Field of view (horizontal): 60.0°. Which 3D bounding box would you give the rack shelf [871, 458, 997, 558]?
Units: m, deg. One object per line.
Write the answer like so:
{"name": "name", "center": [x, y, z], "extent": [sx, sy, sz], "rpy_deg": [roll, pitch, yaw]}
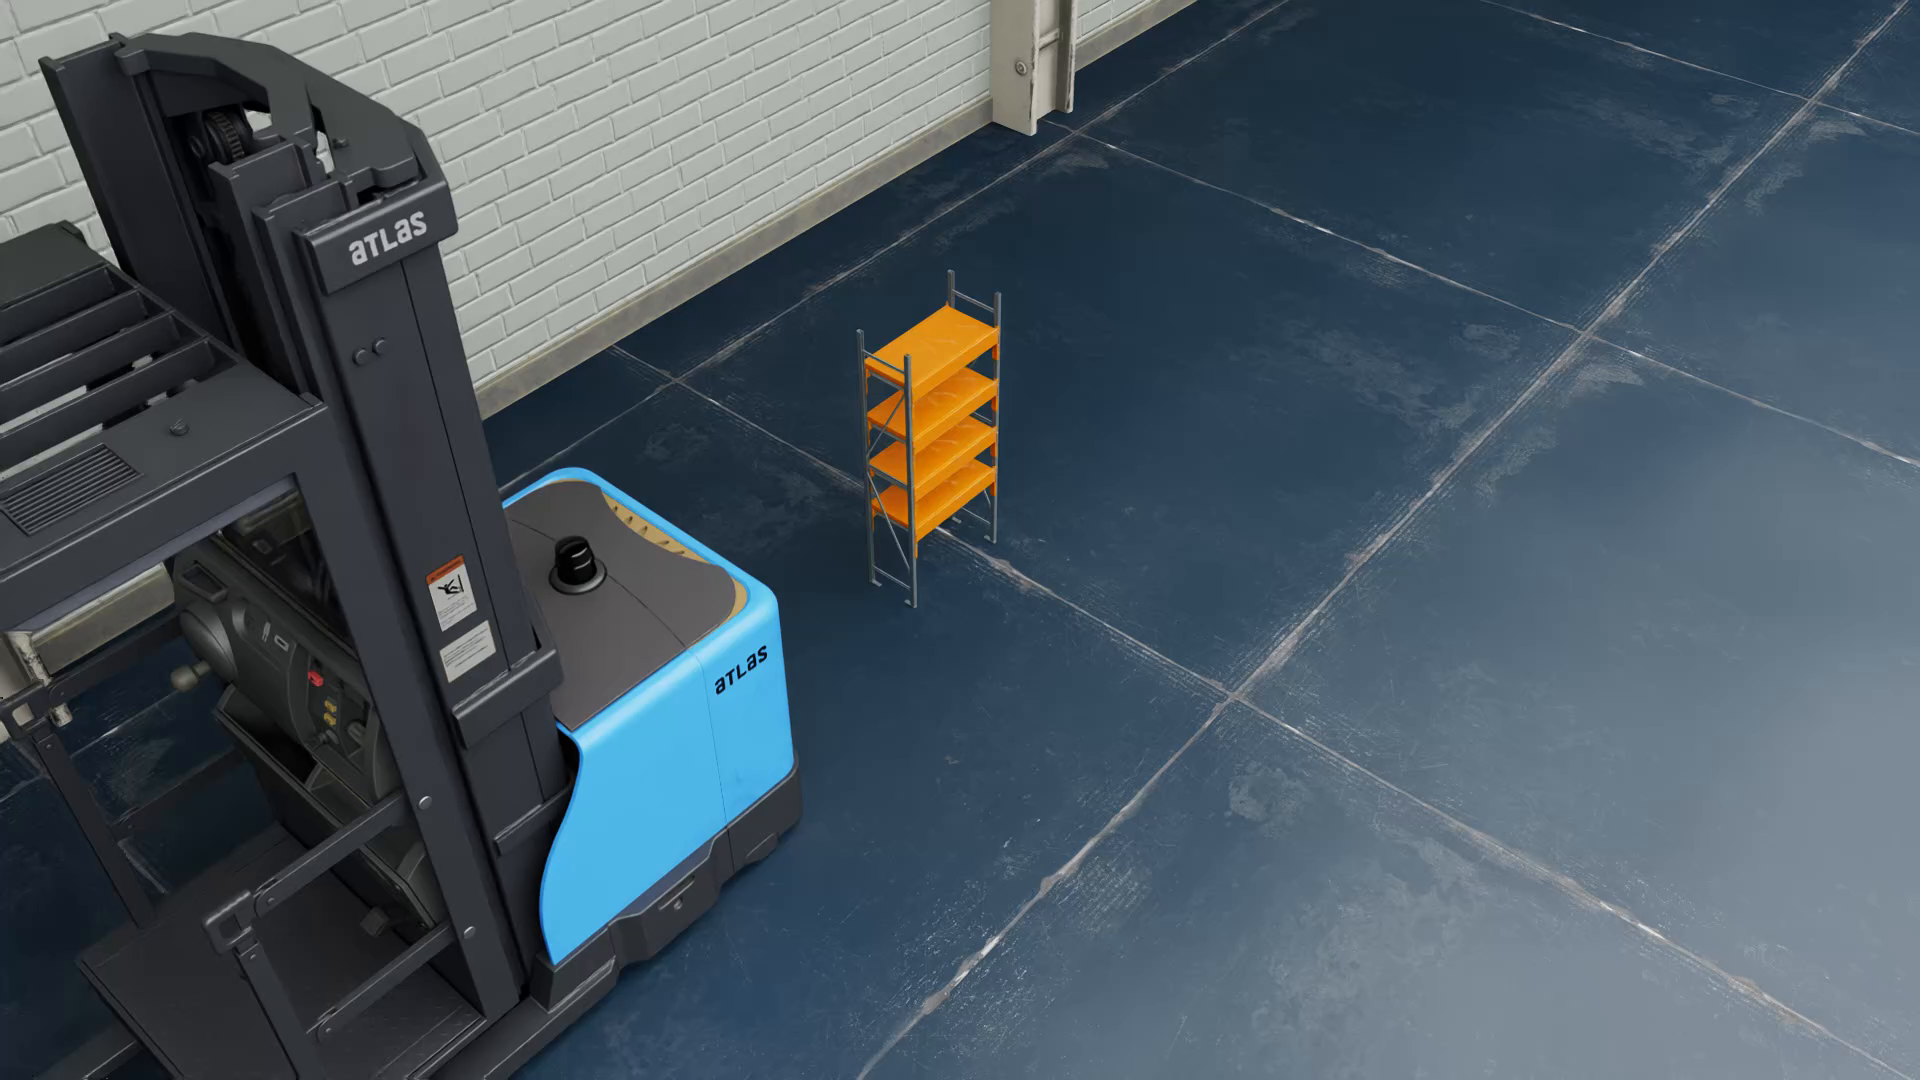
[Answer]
{"name": "rack shelf", "center": [-0.107, -0.162, 6.431], "extent": [0.258, 0.148, 0.480], "rpy_deg": [29, 50, 28]}

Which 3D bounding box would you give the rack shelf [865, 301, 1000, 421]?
{"name": "rack shelf", "center": [-0.106, -0.649, 5.988], "extent": [0.258, 0.148, 0.480], "rpy_deg": [29, 50, 28]}

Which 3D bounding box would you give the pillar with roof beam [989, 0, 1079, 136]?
{"name": "pillar with roof beam", "center": [3.695, -3.871, 4.318], "extent": [9.100, 9.000, 0.400], "rpy_deg": [29, 50, 28]}

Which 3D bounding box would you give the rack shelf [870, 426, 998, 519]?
{"name": "rack shelf", "center": [-0.107, -0.309, 6.298], "extent": [0.258, 0.148, 0.480], "rpy_deg": [29, 50, 28]}

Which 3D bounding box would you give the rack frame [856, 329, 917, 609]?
{"name": "rack frame", "center": [-0.264, -0.233, 6.114], "extent": [0.240, 1.200, 0.015], "rpy_deg": [29, 50, 28]}

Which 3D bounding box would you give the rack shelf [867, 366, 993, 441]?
{"name": "rack shelf", "center": [-0.107, -0.514, 6.111], "extent": [0.221, 0.021, 0.457], "rpy_deg": [29, 50, 28]}

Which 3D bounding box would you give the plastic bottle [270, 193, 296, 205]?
{"name": "plastic bottle", "center": [-1.597, -0.793, 3.475], "extent": [0.754, 0.105, 0.141], "rpy_deg": [28, 49, 27]}

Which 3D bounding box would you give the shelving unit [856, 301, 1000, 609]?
{"name": "shelving unit", "center": [-0.110, -0.356, 6.249], "extent": [0.258, 1.200, 0.492], "rpy_deg": [29, 50, 28]}

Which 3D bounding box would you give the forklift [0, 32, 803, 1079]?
{"name": "forklift", "center": [-1.881, 0.405, 4.125], "extent": [1.130, 2.935, 3.031], "rpy_deg": [30, 50, 29]}
